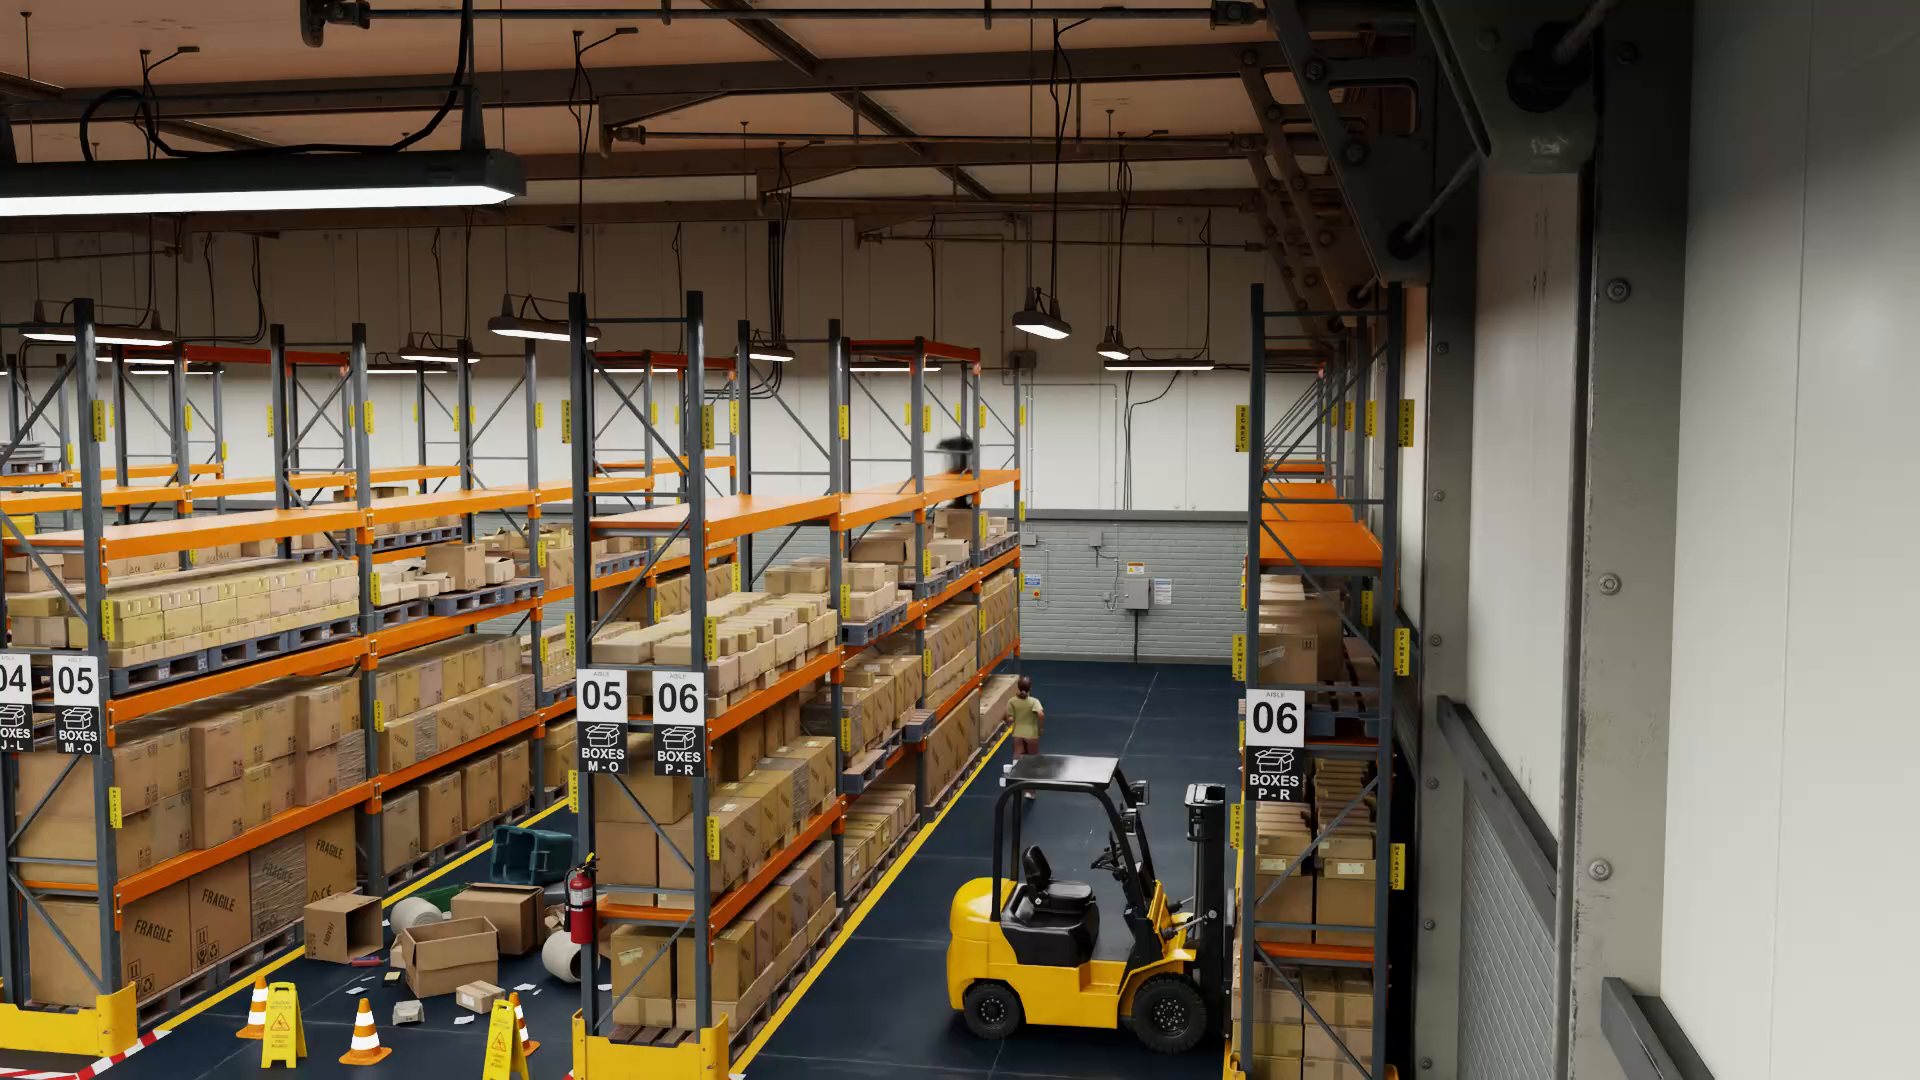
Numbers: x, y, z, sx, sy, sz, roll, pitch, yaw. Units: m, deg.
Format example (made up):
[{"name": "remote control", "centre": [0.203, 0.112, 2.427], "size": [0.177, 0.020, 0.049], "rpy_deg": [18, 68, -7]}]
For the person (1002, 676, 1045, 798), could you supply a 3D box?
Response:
[{"name": "person", "centre": [0.838, 2.602, 21.554], "size": [0.580, 1.675, 0.934], "rpy_deg": [1, 5, 14]}]
